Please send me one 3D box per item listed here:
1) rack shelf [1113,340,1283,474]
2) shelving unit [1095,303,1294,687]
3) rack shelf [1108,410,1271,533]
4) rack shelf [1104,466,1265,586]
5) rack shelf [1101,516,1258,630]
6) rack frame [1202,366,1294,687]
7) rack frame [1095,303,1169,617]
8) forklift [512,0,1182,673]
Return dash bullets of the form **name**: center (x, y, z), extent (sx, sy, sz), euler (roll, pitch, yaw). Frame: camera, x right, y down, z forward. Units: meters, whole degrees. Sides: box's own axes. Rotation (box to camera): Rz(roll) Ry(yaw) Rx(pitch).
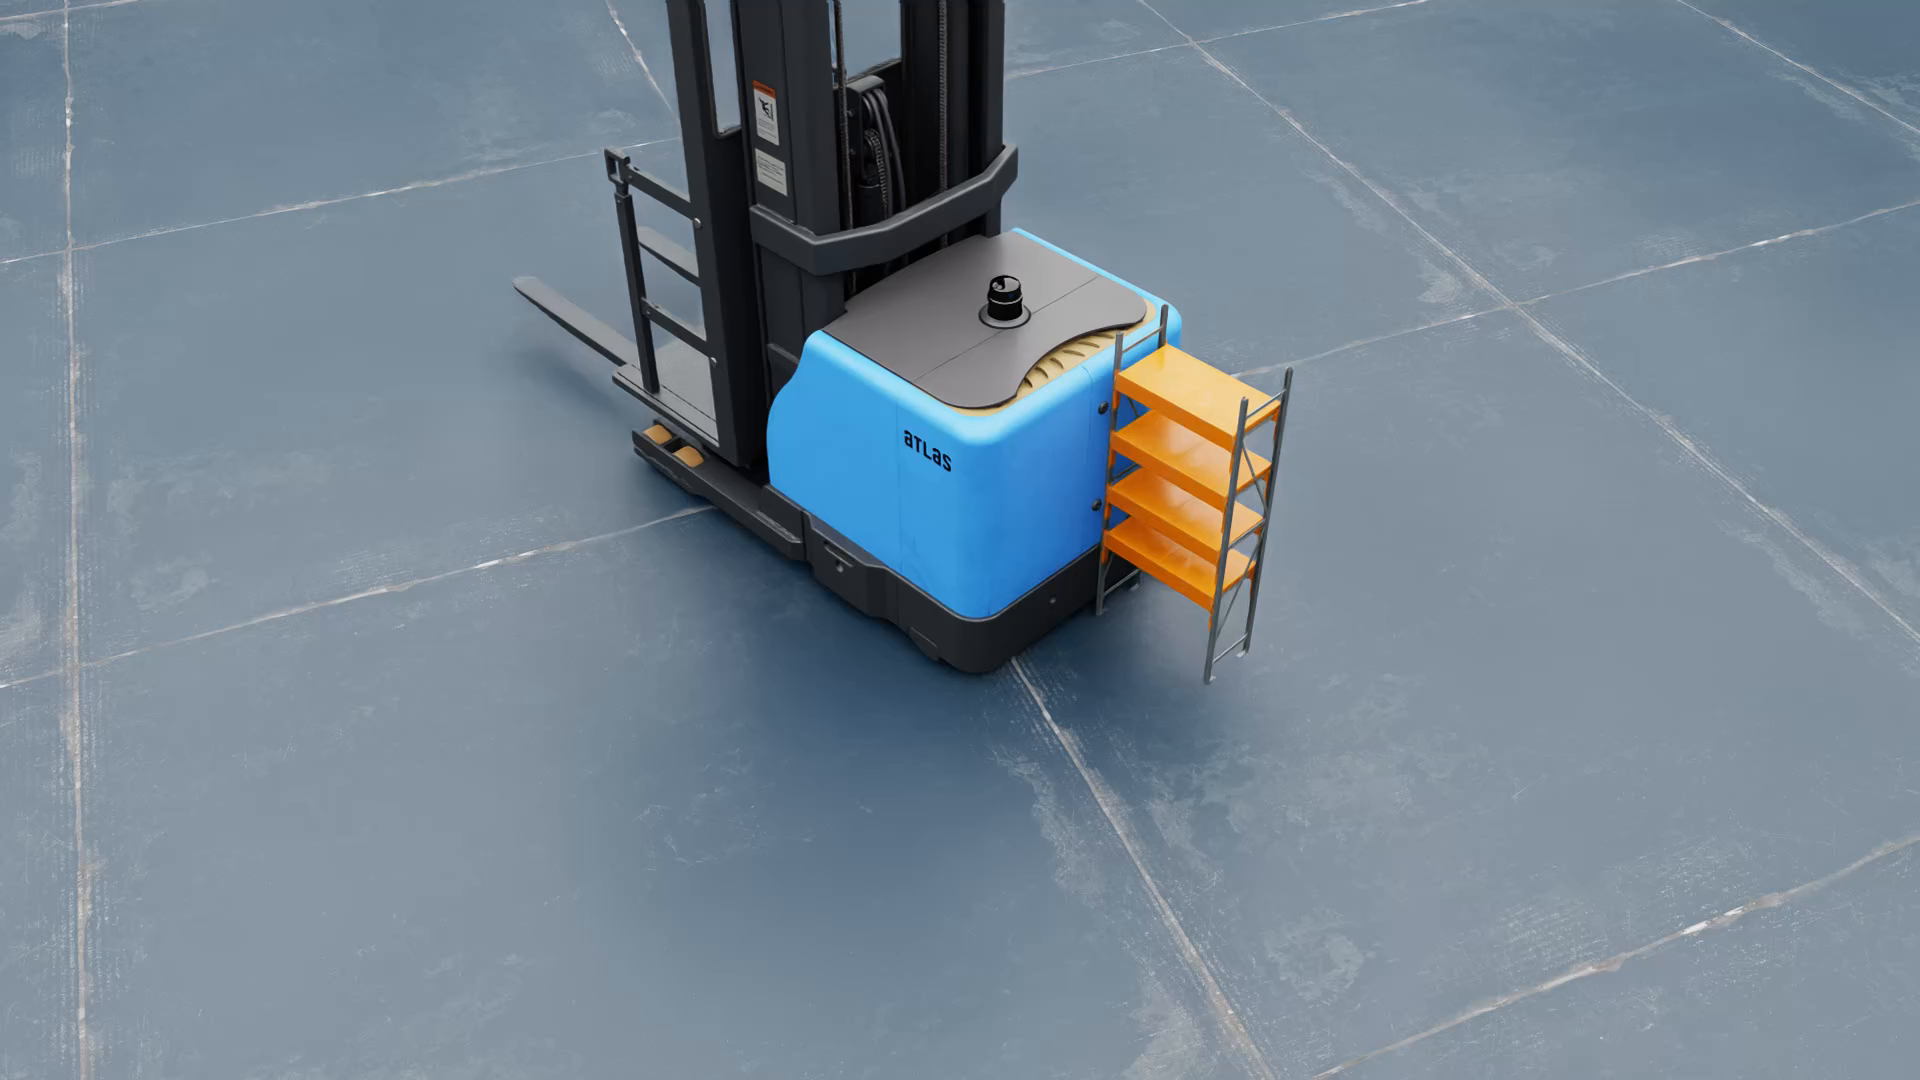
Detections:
- **rack shelf**: center (0.745, -0.424, 5.221), extent (0.258, 0.148, 0.480), euler (-33, 50, -32)
- **shelving unit**: center (0.745, -0.126, 5.477), extent (0.258, 1.200, 0.503), euler (-33, 50, -32)
- **rack shelf**: center (0.745, -0.245, 5.375), extent (0.258, 0.148, 0.480), euler (-33, 50, -32)
- **rack shelf**: center (0.745, -0.075, 5.521), extent (0.258, 0.148, 0.480), euler (-33, 50, -32)
- **rack shelf**: center (0.745, 0.075, 5.650), extent (0.258, 0.148, 0.480), euler (-33, 50, -32)
- **rack frame**: center (0.917, -0.014, 5.346), extent (0.240, 1.200, 0.015), euler (-33, 50, -32)
- **rack frame**: center (0.573, -0.239, 5.608), extent (0.240, 1.200, 0.015), euler (-33, 50, -32)
- **forklift**: center (-0.642, -1.520, 5.769), extent (1.130, 2.935, 3.031), euler (-33, 50, -32)
